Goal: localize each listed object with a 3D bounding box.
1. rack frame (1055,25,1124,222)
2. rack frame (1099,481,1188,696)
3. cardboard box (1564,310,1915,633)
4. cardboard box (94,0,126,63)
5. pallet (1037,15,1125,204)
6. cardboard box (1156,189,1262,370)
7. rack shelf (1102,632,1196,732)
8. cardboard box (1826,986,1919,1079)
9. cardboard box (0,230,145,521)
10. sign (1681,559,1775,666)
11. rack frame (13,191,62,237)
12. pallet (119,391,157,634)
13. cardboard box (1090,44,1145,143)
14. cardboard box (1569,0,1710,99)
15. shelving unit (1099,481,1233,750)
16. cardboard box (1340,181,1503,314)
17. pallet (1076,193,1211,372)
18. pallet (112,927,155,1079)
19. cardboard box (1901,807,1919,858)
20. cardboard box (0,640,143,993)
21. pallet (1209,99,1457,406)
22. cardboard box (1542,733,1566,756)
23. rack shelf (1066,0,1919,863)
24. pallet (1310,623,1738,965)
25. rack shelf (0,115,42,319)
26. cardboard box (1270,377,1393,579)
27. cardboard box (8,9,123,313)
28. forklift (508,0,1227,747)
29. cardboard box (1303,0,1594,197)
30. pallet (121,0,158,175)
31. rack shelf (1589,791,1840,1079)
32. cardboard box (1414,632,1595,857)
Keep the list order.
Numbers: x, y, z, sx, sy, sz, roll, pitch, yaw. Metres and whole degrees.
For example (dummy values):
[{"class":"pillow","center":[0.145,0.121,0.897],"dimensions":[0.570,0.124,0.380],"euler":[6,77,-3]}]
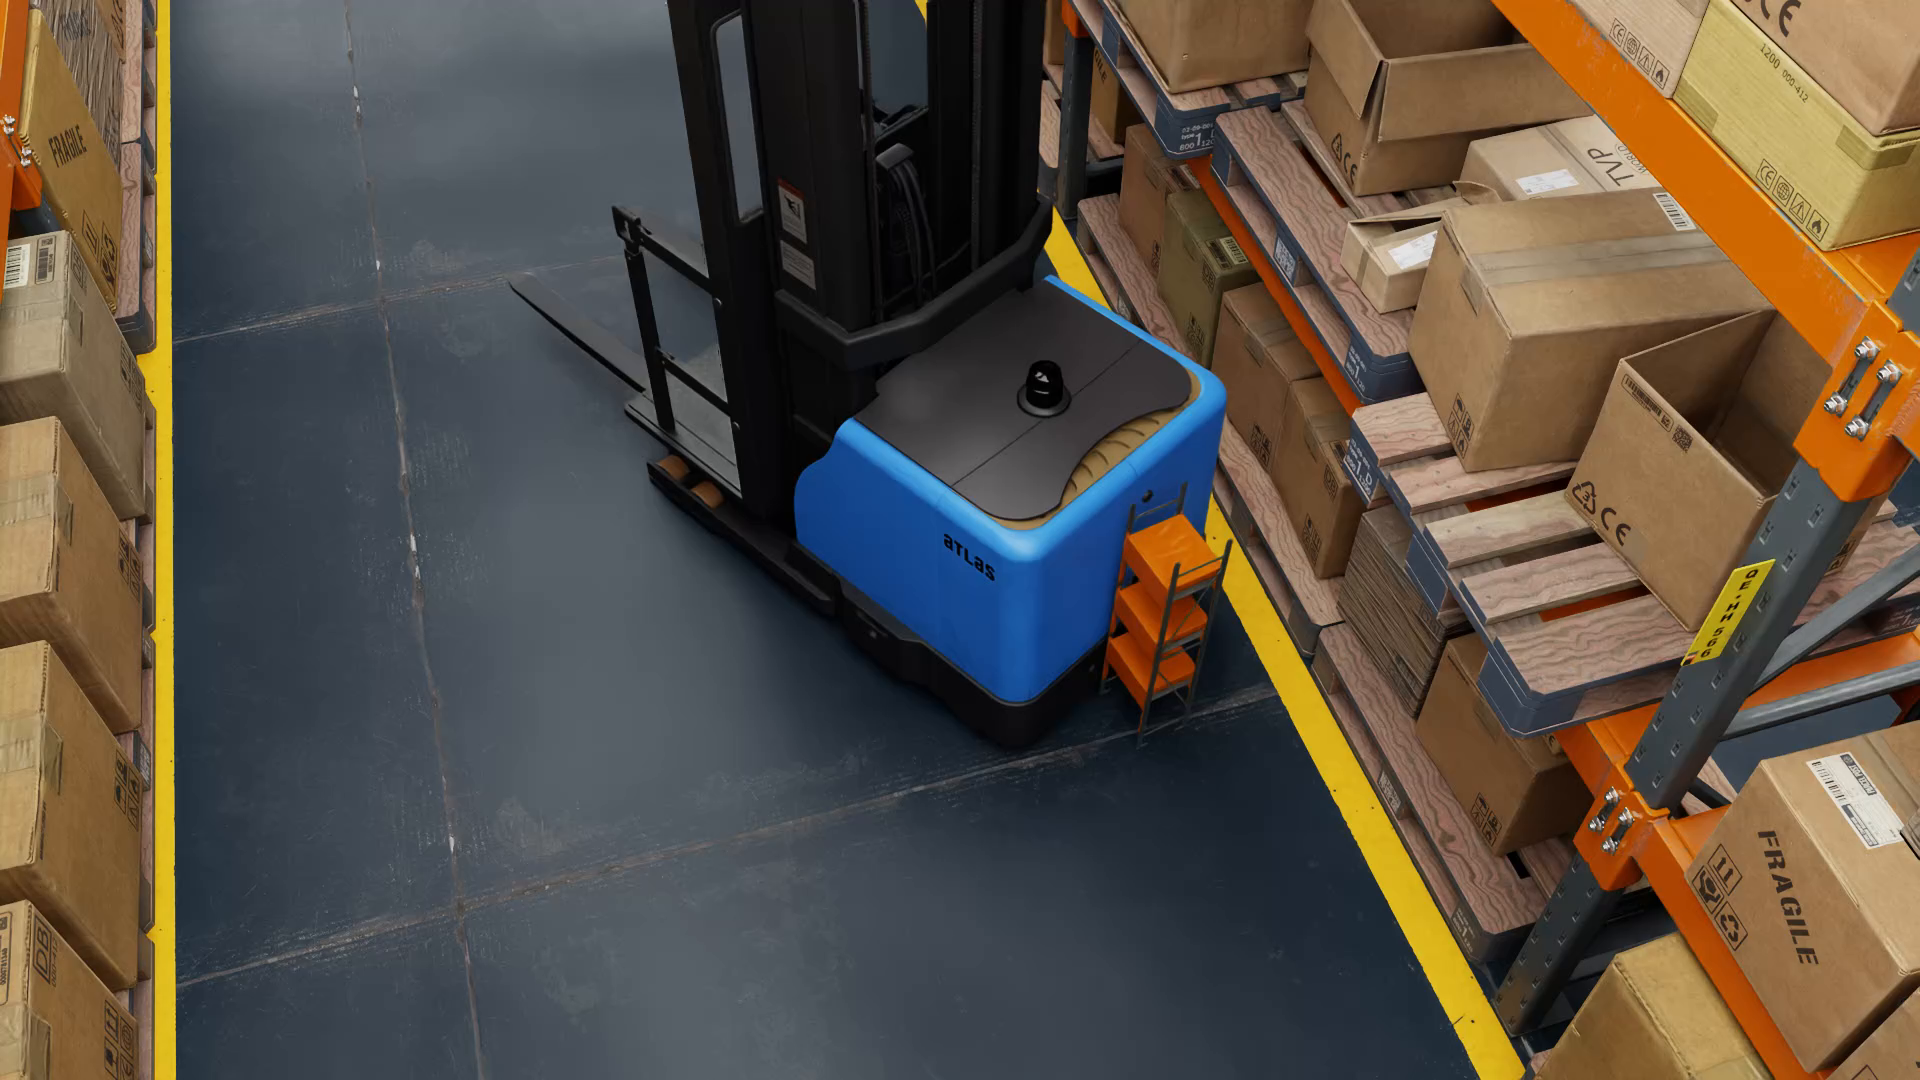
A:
[{"class":"rack frame","center":[0.927,-2.549,6.437],"dimensions":[1.000,3.000,0.127],"euler":[-13,51,-11]},{"class":"rack frame","center":[0.584,0.182,5.394],"dimensions":[0.200,1.050,0.008],"euler":[-22,56,-18]},{"class":"cardboard box","center":[1.912,-0.181,4.100],"dimensions":[0.500,0.500,0.500],"euler":[-19,52,-15]},{"class":"cardboard box","center":[-4.499,-2.751,7.722],"dimensions":[0.875,0.875,0.875],"euler":[-14,51,-12]},{"class":"pallet","center":[0.694,-2.133,7.910],"dimensions":[1.003,0.211,1.213],"euler":[-13,51,-11]},{"class":"cardboard box","center":[1.211,-1.079,6.545],"dimensions":[0.700,0.500,0.500],"euler":[-14,51,-11]},{"class":"rack shelf","center":[0.635,0.444,5.558],"dimensions":[0.215,0.259,0.240],"euler":[-22,56,-18]},{"class":"cardboard box","center":[2.148,1.133,3.268],"dimensions":[0.500,0.500,0.500],"euler":[-15,51,-12]},{"class":"cardboard box","center":[-3.572,-0.479,5.888],"dimensions":[1.050,0.750,0.750],"euler":[-14,51,-11]},{"class":"sign","center":[1.594,0.154,3.453],"dimensions":[0.100,0.325,0.005],"euler":[-13,51,-11]},{"class":"rack frame","center":[-3.842,-1.501,5.554],"dimensions":[1.000,3.000,0.127],"euler":[-13,51,-11]},{"class":"pallet","center":[-3.541,-0.056,6.159],"dimensions":[1.003,0.211,1.213],"euler":[-13,51,-11]},{"class":"cardboard box","center":[0.846,-2.180,7.486],"dimensions":[0.500,0.500,0.500],"euler":[-15,51,-12]},{"class":"cardboard box","center":[1.575,-1.197,3.434],"dimensions":[0.500,0.250,0.500],"euler":[-13,51,-11]},{"class":"shelving unit","center":[0.642,0.268,5.330],"dimensions":[0.215,1.050,0.252],"euler":[-22,56,-18]},{"class":"cardboard box","center":[1.358,-0.877,4.840],"dimensions":[0.396,0.266,0.258],"euler":[-15,51,-12]},{"class":"pallet","center":[1.158,-1.082,7.024],"dimensions":[1.003,0.211,1.213],"euler":[-13,51,-11]},{"class":"pallet","center":[-2.820,1.726,4.657],"dimensions":[1.003,0.211,1.213],"euler":[-13,51,-11]},{"class":"cardboard box","center":[2.310,0.554,3.099],"dimensions":[0.797,0.503,0.637],"euler":[-12,51,-10]},{"class":"cardboard box","center":[-3.014,0.907,4.720],"dimensions":[1.050,0.750,0.750],"euler":[-13,51,-10]},{"class":"pallet","center":[1.485,-1.002,5.259],"dimensions":[1.003,0.211,1.213],"euler":[-13,51,-11]},{"class":"cardboard box","center":[1.883,0.312,4.882],"dimensions":[0.500,0.250,0.500],"euler":[-11,51,-9]},{"class":"rack shelf","center":[1.518,-0.856,5.481],"dimensions":[1.077,0.370,4.000],"euler":[-13,51,-11]},{"class":"pallet","center":[1.880,0.700,5.522],"dimensions":[1.003,0.211,1.213],"euler":[-13,51,-11]},{"class":"rack shelf","center":[-3.250,0.191,4.597],"dimensions":[1.077,0.370,4.000],"euler":[-13,51,-11]},{"class":"cardboard box","center":[1.542,-0.263,5.857],"dimensions":[0.700,0.500,0.500],"euler":[-9,51,-8]},{"class":"cardboard box","center":[-3.961,-1.427,6.606],"dimensions":[0.875,0.875,0.875],"euler":[-13,51,-10]},{"class":"forklift","center":[-0.545,-1.262,5.397],"dimensions":[3.031,2.935,1.130],"euler":[36,59,26]},{"class":"cardboard box","center":[1.527,-1.473,5.187],"dimensions":[0.797,0.503,0.637],"euler":[-9,50,-7]},{"class":"pallet","center":[-4.356,-2.068,7.856],"dimensions":[1.003,0.211,1.213],"euler":[-13,51,-11]},{"class":"rack shelf","center":[2.701,2.065,3.018],"dimensions":[1.077,0.370,4.000],"euler":[-13,51,-11]},{"class":"cardboard box","center":[1.892,0.551,5.170],"dimensions":[0.700,0.500,0.500],"euler":[-16,52,-13]}]
